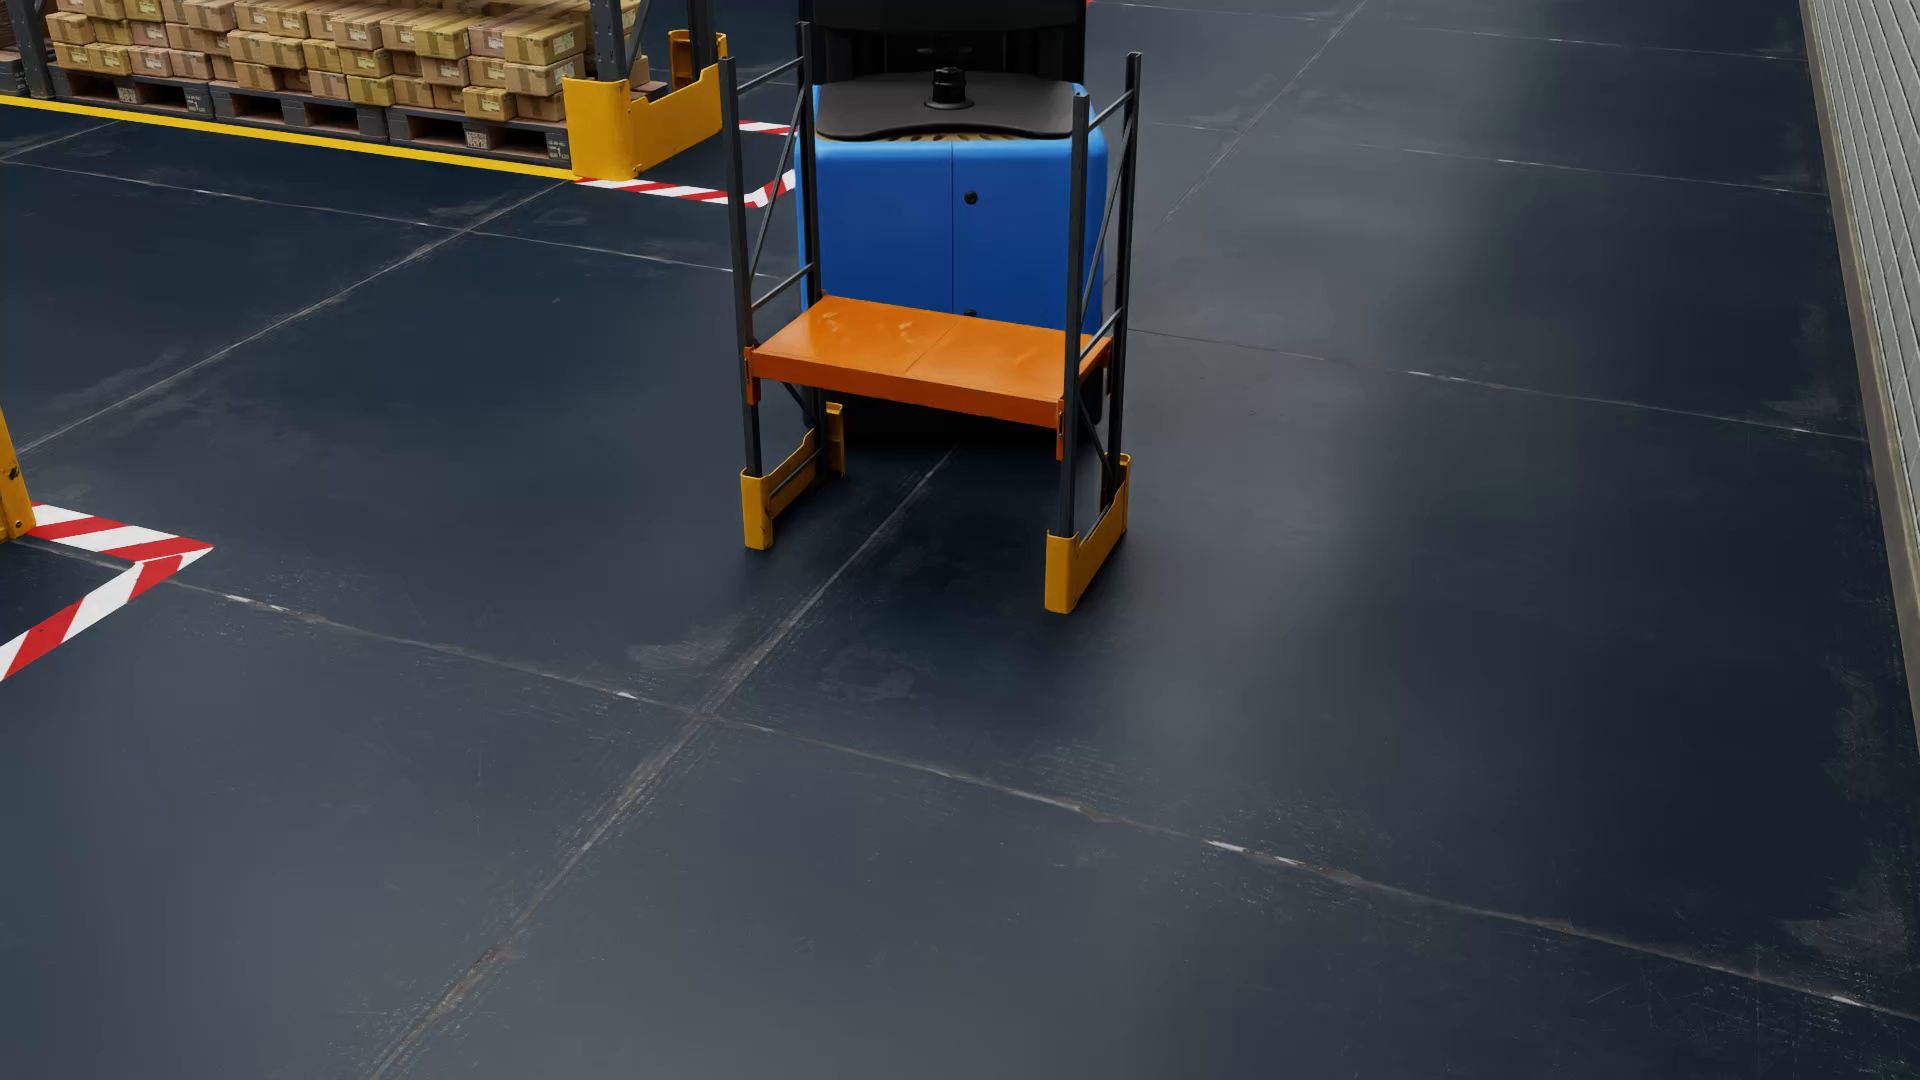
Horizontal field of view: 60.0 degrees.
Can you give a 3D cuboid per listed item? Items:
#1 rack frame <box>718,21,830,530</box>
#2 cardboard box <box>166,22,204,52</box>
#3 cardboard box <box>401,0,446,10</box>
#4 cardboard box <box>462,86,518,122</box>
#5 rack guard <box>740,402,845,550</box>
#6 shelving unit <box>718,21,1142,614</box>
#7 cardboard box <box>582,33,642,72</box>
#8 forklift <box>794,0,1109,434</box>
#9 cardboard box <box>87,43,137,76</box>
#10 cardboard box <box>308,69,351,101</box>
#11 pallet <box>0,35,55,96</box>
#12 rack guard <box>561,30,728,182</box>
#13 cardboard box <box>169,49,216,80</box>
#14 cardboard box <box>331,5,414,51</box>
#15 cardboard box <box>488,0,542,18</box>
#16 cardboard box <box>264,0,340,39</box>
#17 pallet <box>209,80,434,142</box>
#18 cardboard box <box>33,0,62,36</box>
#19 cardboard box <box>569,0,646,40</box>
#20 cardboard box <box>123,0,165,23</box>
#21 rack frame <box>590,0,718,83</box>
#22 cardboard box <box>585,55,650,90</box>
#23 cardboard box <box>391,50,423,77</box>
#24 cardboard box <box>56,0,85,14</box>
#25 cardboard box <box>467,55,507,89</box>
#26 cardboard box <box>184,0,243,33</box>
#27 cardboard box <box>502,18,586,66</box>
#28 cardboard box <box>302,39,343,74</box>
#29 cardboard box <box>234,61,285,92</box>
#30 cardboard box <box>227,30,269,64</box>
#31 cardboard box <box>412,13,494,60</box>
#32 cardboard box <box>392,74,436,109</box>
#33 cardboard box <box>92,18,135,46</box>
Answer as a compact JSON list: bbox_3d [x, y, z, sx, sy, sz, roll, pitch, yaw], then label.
[{"bbox_3d":[-0.550,-0.763,5.075,0.032,1.500,0.500,11,31,19],"label":"rack frame"},{"bbox_3d":[-4.309,-2.921,9.538,0.250,0.149,0.380,10,31,17],"label":"cardboard box"},{"bbox_3d":[-2.933,-3.026,9.422,0.250,0.149,0.380,13,32,21],"label":"cardboard box"},{"bbox_3d":[-2.418,-2.354,8.838,0.250,0.149,0.380,12,32,21],"label":"cardboard box"},{"bbox_3d":[-0.532,-0.215,5.376,0.087,0.250,0.587,11,31,19],"label":"rack guard"},{"bbox_3d":[-0.071,-0.667,4.906,1.083,1.500,0.587,11,31,19],"label":"shelving unit"},{"bbox_3d":[-1.964,-2.694,9.136,0.250,0.149,0.380,13,32,21],"label":"cardboard box"},{"bbox_3d":[-0.076,-2.332,6.397,1.130,2.935,3.031,-1,29,-2],"label":"forklift"},{"bbox_3d":[-4.818,-2.828,9.675,0.250,0.149,0.380,12,32,21],"label":"cardboard box"},{"bbox_3d":[-3.369,-2.561,9.202,0.250,0.149,0.380,12,32,20],"label":"cardboard box"},{"bbox_3d":[-6.003,-3.078,10.482,1.213,0.211,1.003,11,31,19],"label":"pallet"},{"bbox_3d":[-1.645,-2.335,8.873,0.348,0.500,1.175,11,31,19],"label":"rack guard"},{"bbox_3d":[-4.314,-2.781,9.593,0.250,0.149,0.380,11,31,18],"label":"cardboard box"},{"bbox_3d":[-3.146,-2.756,8.943,0.250,0.149,0.380,12,32,21],"label":"cardboard box"},{"bbox_3d":[-2.419,-2.963,9.309,0.250,0.149,0.380,11,31,19],"label":"cardboard box"},{"bbox_3d":[-3.602,-2.891,9.182,0.250,0.149,0.380,11,31,19],"label":"cardboard box"},{"bbox_3d":[-3.511,-2.602,9.639,1.213,0.211,1.003,11,31,19],"label":"pallet"},{"bbox_3d":[-5.866,-3.501,10.510,0.500,0.500,0.500,13,32,21],"label":"cardboard box"},{"bbox_3d":[-1.933,-2.862,9.130,0.250,0.149,0.380,10,31,17],"label":"cardboard box"},{"bbox_3d":[-4.554,-3.089,9.533,0.250,0.149,0.380,11,31,18],"label":"cardboard box"},{"bbox_3d":[-1.575,-3.409,8.233,0.127,3.000,1.000,11,31,19],"label":"rack frame"},{"bbox_3d":[-1.940,-2.594,9.261,0.250,0.149,0.380,12,32,20],"label":"cardboard box"},{"bbox_3d":[-2.864,-2.640,9.040,0.250,0.149,0.380,11,31,19],"label":"cardboard box"},{"bbox_3d":[-5.040,-3.192,9.714,0.250,0.149,0.380,13,32,21],"label":"cardboard box"},{"bbox_3d":[-2.393,-2.521,8.829,0.250,0.149,0.380,11,31,18],"label":"cardboard box"},{"bbox_3d":[-4.099,-2.967,9.317,0.250,0.149,0.380,12,32,20],"label":"cardboard box"},{"bbox_3d":[-2.161,-2.592,8.653,0.250,0.149,0.380,12,32,20],"label":"cardboard box"},{"bbox_3d":[-3.369,-2.689,9.127,0.250,0.149,0.380,13,32,22],"label":"cardboard box"},{"bbox_3d":[-3.847,-2.655,9.370,0.250,0.149,0.380,10,31,18],"label":"cardboard box"},{"bbox_3d":[-3.853,-2.784,9.296,0.250,0.149,0.380,11,31,19],"label":"cardboard box"},{"bbox_3d":[-2.660,-2.655,8.764,0.250,0.149,0.380,11,31,18],"label":"cardboard box"},{"bbox_3d":[-2.864,-2.482,9.064,0.250,0.149,0.380,12,31,20],"label":"cardboard box"},{"bbox_3d":[-4.798,-3.001,9.680,0.250,0.149,0.380,12,31,19],"label":"cardboard box"}]
